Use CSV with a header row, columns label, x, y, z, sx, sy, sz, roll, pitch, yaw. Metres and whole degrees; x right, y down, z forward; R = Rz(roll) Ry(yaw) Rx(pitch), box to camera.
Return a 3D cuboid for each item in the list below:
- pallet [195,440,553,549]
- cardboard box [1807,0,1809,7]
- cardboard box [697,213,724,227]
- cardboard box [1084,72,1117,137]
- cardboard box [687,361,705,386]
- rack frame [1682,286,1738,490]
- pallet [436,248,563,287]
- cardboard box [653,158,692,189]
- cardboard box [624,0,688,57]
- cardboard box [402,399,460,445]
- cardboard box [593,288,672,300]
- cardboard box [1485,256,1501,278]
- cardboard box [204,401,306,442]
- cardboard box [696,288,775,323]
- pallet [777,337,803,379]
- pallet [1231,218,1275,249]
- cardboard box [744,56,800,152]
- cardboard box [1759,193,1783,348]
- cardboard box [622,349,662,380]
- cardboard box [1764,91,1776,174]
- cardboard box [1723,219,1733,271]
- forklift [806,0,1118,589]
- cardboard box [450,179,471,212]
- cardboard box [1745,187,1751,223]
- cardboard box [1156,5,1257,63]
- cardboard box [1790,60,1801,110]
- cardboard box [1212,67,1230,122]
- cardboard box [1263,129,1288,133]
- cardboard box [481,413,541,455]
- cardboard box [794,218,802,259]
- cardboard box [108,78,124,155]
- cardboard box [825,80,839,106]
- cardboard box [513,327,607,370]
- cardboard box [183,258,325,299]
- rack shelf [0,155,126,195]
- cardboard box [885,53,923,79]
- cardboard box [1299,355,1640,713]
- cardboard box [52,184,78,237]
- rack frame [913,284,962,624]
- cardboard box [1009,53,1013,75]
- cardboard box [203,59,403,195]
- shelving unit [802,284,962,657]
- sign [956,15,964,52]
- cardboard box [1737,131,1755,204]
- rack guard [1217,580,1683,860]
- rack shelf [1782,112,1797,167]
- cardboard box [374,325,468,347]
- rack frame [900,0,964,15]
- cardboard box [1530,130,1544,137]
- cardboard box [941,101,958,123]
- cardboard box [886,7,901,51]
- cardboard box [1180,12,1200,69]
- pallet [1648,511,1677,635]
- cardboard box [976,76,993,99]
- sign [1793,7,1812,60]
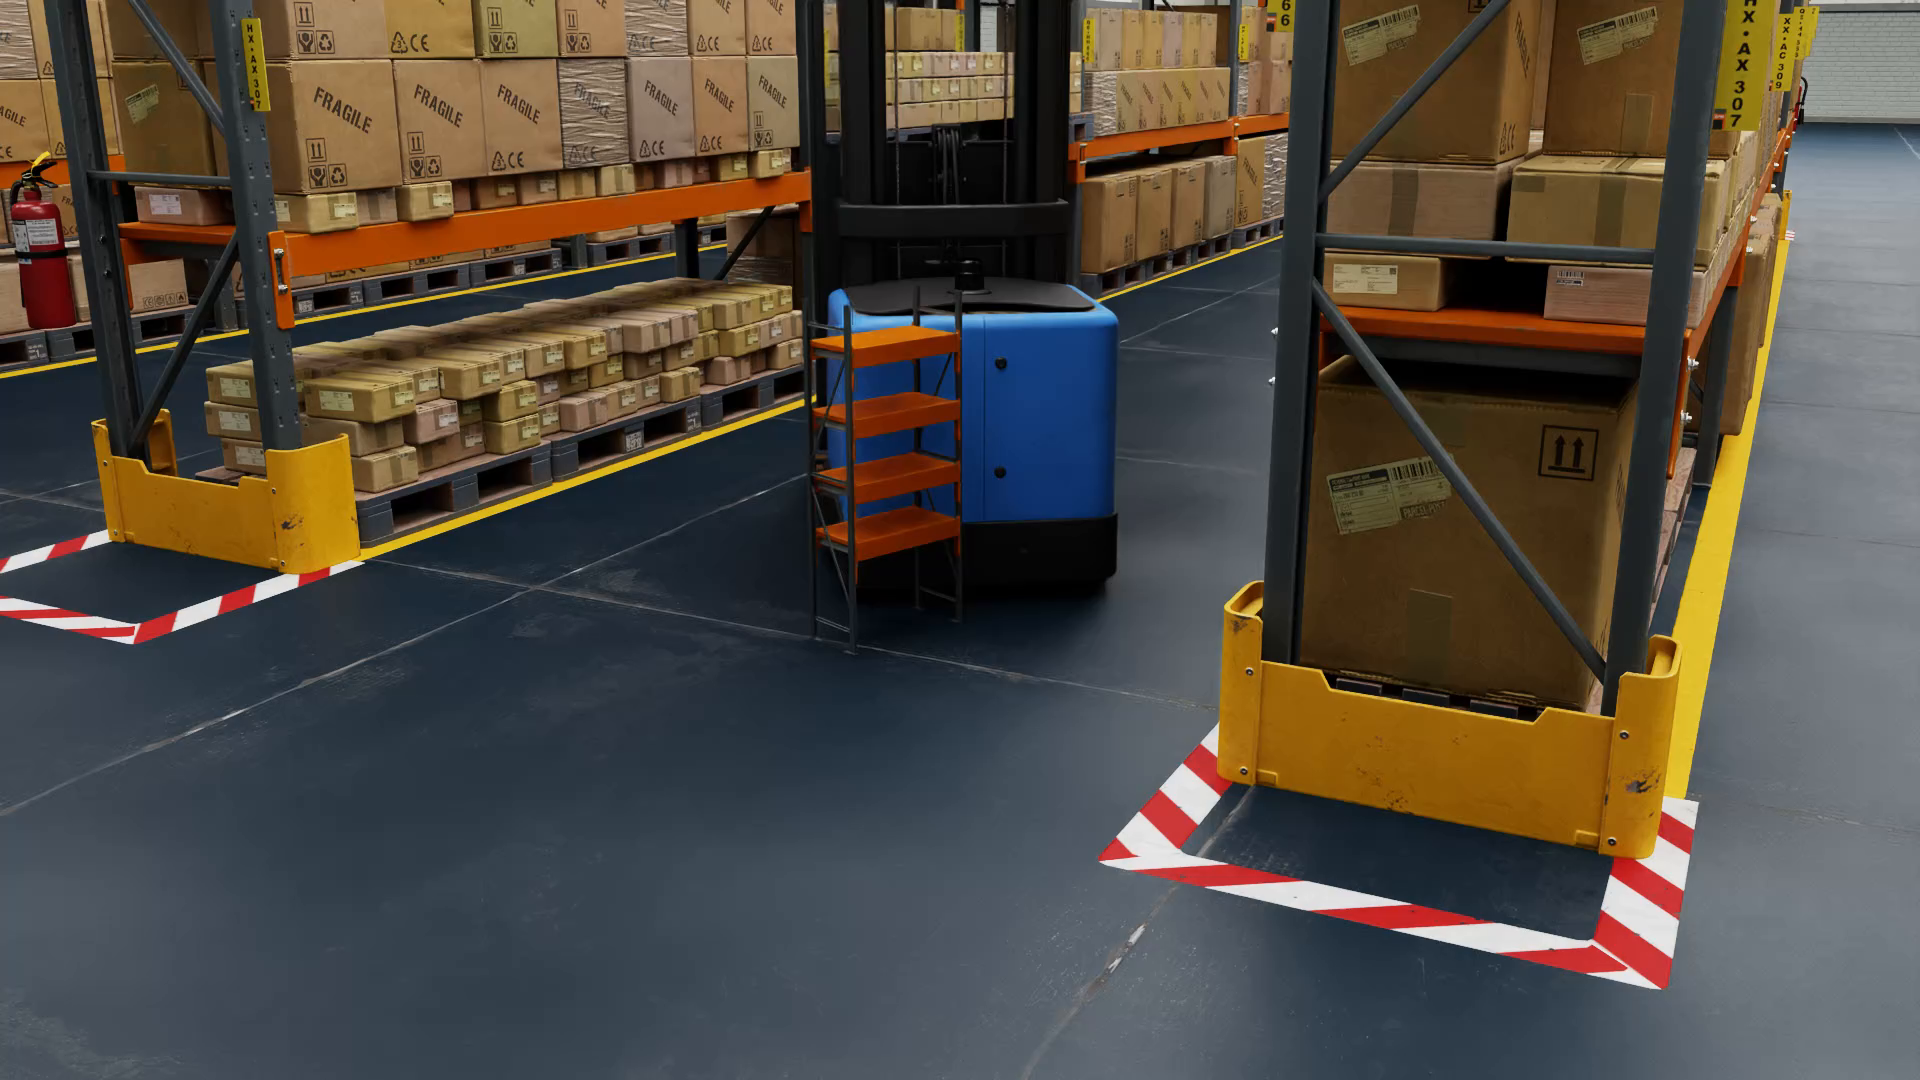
label,x,y,z,sx,sy,sz,roll,pitch,yaw
pallet,-2.638,-0.278,7.588,1.003,0.211,1.213,8,18,25
cardboard box,8.232,-5.181,16.747,0.500,0.500,0.500,8,18,25
cardboard box,-3.038,-3.500,17.418,0.950,0.372,0.625,9,19,27
cardboard box,0.950,-3.558,13.560,0.500,0.500,0.500,8,18,26
cardboard box,-1.628,-0.920,9.124,0.380,0.149,0.250,8,18,24
rack frame,3.112,-1.755,7.664,1.000,3.000,0.127,8,18,25
pallet,-4.386,-2.506,15.092,1.003,0.211,1.213,8,18,25
cardboard box,-1.620,-1.913,8.638,0.380,0.149,0.250,7,18,23
cardboard box,-1.715,-2.666,8.278,0.500,0.500,0.500,9,19,27
cardboard box,-2.430,-0.533,7.298,0.380,0.149,0.250,8,18,25
cardboard box,-1.864,-1.337,9.481,0.380,0.149,0.250,8,18,25
cardboard box,1.530,-0.942,5.369,0.380,0.149,0.250,8,19,26
cardboard box,-3.086,-0.541,7.323,0.380,0.149,0.250,8,18,24
cardboard box,-1.284,-1.337,9.484,0.380,0.149,0.250,8,18,26
pallet,-0.933,-1.273,10.940,1.003,0.211,1.213,8,18,25
pallet,2.705,-3.296,17.751,1.003,0.211,1.213,8,18,25
cardboard box,-1.243,-2.443,9.282,0.500,0.500,0.500,8,18,25
cardboard box,4.573,-1.783,10.754,1.225,0.875,0.875,7,18,23
cardboard box,-1.784,-0.943,8.676,0.380,0.149,0.250,7,18,23
cardboard box,4.444,-2.405,9.679,0.500,0.500,0.500,7,18,24
cardboard box,2.351,-0.992,5.536,0.380,0.149,0.250,8,18,25
forklift,-0.121,-1.597,7.252,1.130,2.935,3.031,-2,17,-8
cardboard box,-2.391,-1.528,7.343,0.380,0.149,0.250,9,19,28
cardboard box,3.040,-1.384,6.857,0.380,0.149,0.250,8,18,24
cardboard box,2.491,-5.128,16.862,0.875,0.550,0.550,8,18,25
cardboard box,7.198,-4.213,15.241,0.875,0.500,0.500,8,18,25
cardboard box,2.301,-4.330,16.159,0.500,0.500,0.500,8,18,25
cardboard box,3.447,-4.245,19.043,0.875,0.875,0.875,8,18,25
cardboard box,-2.186,-0.512,7.751,0.380,0.149,0.250,8,18,26
cardboard box,-0.713,-1.929,10.585,0.500,0.250,0.500,7,18,23
cardboard box,-5.732,-2.913,11.387,0.500,0.500,0.500,8,18,26
cardboard box,-0.692,-2.677,9.949,0.380,0.149,0.250,8,19,26
cardboard box,-1.959,-0.940,8.147,0.380,0.149,0.250,8,19,26
cardboard box,-5.548,-2.366,12.717,0.875,0.875,0.875,9,19,27
rack shelf,-6.647,-2.161,10.296,1.077,0.370,4.000,8,18,25
cardboard box,-0.456,-2.956,10.367,0.380,0.149,0.250,8,18,26
cardboard box,1.539,-0.092,5.059,0.875,0.875,0.875,8,18,25
cardboard box,-8.869,-3.273,16.429,0.500,0.500,0.500,9,19,28
rack frame,-0.078,-0.297,5.918,0.015,1.200,0.240,-15,22,-40
cardboard box,0.239,-3.354,11.706,0.380,0.149,0.250,8,18,25
cardboard box,-2.619,-1.662,6.655,0.500,0.500,0.500,9,19,28
shelving unit,-0.258,-0.250,5.760,0.503,1.200,0.258,-15,22,-40
sign,0.010,-4.055,13.375,0.100,0.325,0.005,8,18,25
cardboard box,2.693,-1.417,6.269,0.500,0.250,0.500,9,19,26
rack guard,1.314,0.469,4.569,1.175,0.500,0.348,8,18,25
rack shelf,7.581,-3.957,16.342,1.077,0.370,4.000,8,18,25
cardboard box,-2.649,-0.952,8.185,0.380,0.149,0.250,9,19,27
rack frame,-0.391,-6.072,22.200,1.000,3.000,0.127,8,18,25
cardboard box,1.988,-1.356,6.061,0.500,0.250,0.500,8,18,25
cardboard box,-0.232,-2.797,10.878,0.380,0.149,0.250,7,18,23
cardboard box,-1.140,-6.204,20.188,0.700,0.500,0.500,8,18,25
cardboard box,1.850,-4.718,15.709,0.700,0.500,0.500,8,18,24
pallet,2.159,0.078,6.392,1.003,0.211,1.213,8,18,25
cardboard box,0.005,-3.075,11.291,0.380,0.149,0.250,8,18,24
sign,5.398,-3.259,10.694,0.100,0.325,0.005,8,18,25
